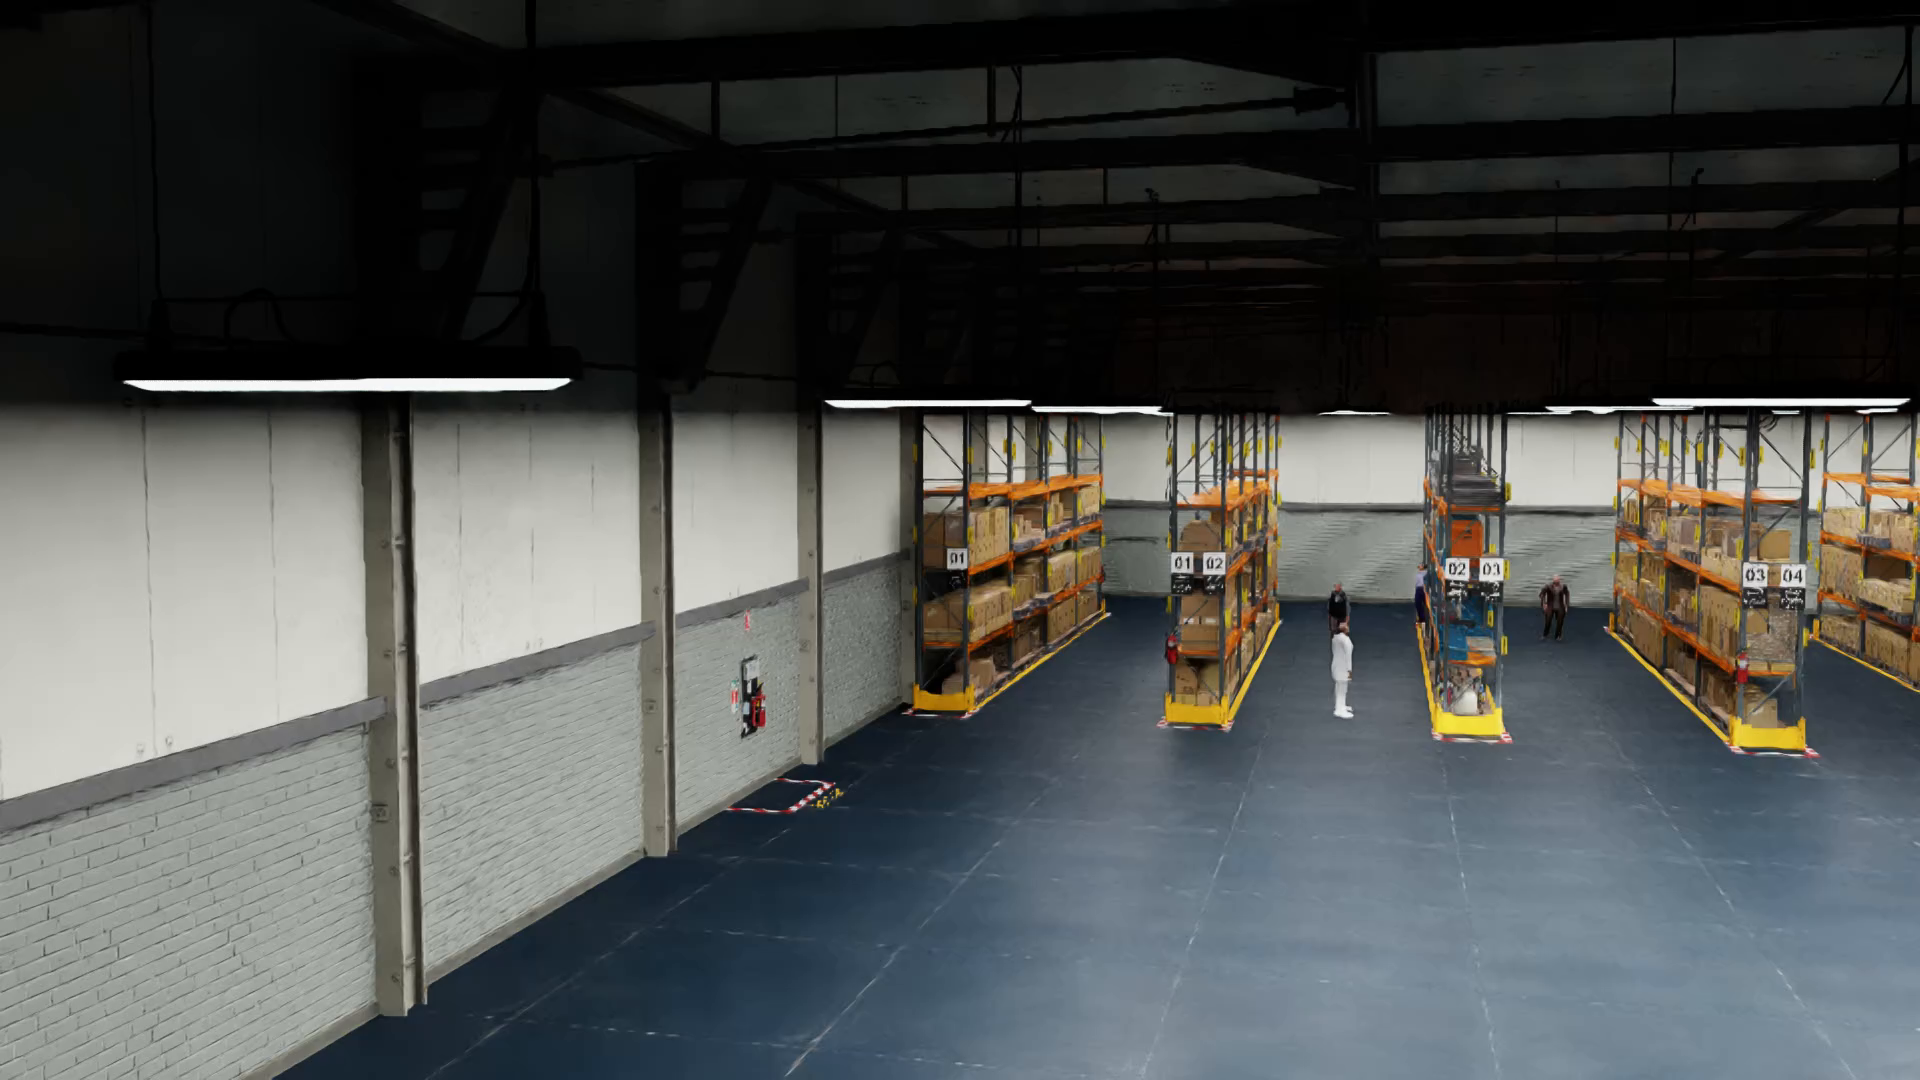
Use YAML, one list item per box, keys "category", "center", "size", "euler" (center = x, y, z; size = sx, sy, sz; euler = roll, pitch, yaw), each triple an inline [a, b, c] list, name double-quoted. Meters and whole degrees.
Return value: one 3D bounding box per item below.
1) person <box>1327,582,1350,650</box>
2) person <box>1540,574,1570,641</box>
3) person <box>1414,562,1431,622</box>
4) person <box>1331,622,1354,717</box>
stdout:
- category: "person"
  center: [9.338, 1.902, 41.018]
  size: [0.555, 1.590, 1.030]
  euler: [1, 4, 13]
- category: "person"
  center: [15.213, 1.721, 42.543]
  size: [0.729, 1.733, 0.538]
  euler: [1, 4, 13]
- category: "person"
  center: [12.500, 1.411, 44.770]
  size: [0.427, 1.632, 0.549]
  euler: [-3, 5, -33]
- category: "person"
  center: [7.380, 2.458, 31.905]
  size: [0.520, 1.788, 0.656]
  euler: [-1, 4, -15]
